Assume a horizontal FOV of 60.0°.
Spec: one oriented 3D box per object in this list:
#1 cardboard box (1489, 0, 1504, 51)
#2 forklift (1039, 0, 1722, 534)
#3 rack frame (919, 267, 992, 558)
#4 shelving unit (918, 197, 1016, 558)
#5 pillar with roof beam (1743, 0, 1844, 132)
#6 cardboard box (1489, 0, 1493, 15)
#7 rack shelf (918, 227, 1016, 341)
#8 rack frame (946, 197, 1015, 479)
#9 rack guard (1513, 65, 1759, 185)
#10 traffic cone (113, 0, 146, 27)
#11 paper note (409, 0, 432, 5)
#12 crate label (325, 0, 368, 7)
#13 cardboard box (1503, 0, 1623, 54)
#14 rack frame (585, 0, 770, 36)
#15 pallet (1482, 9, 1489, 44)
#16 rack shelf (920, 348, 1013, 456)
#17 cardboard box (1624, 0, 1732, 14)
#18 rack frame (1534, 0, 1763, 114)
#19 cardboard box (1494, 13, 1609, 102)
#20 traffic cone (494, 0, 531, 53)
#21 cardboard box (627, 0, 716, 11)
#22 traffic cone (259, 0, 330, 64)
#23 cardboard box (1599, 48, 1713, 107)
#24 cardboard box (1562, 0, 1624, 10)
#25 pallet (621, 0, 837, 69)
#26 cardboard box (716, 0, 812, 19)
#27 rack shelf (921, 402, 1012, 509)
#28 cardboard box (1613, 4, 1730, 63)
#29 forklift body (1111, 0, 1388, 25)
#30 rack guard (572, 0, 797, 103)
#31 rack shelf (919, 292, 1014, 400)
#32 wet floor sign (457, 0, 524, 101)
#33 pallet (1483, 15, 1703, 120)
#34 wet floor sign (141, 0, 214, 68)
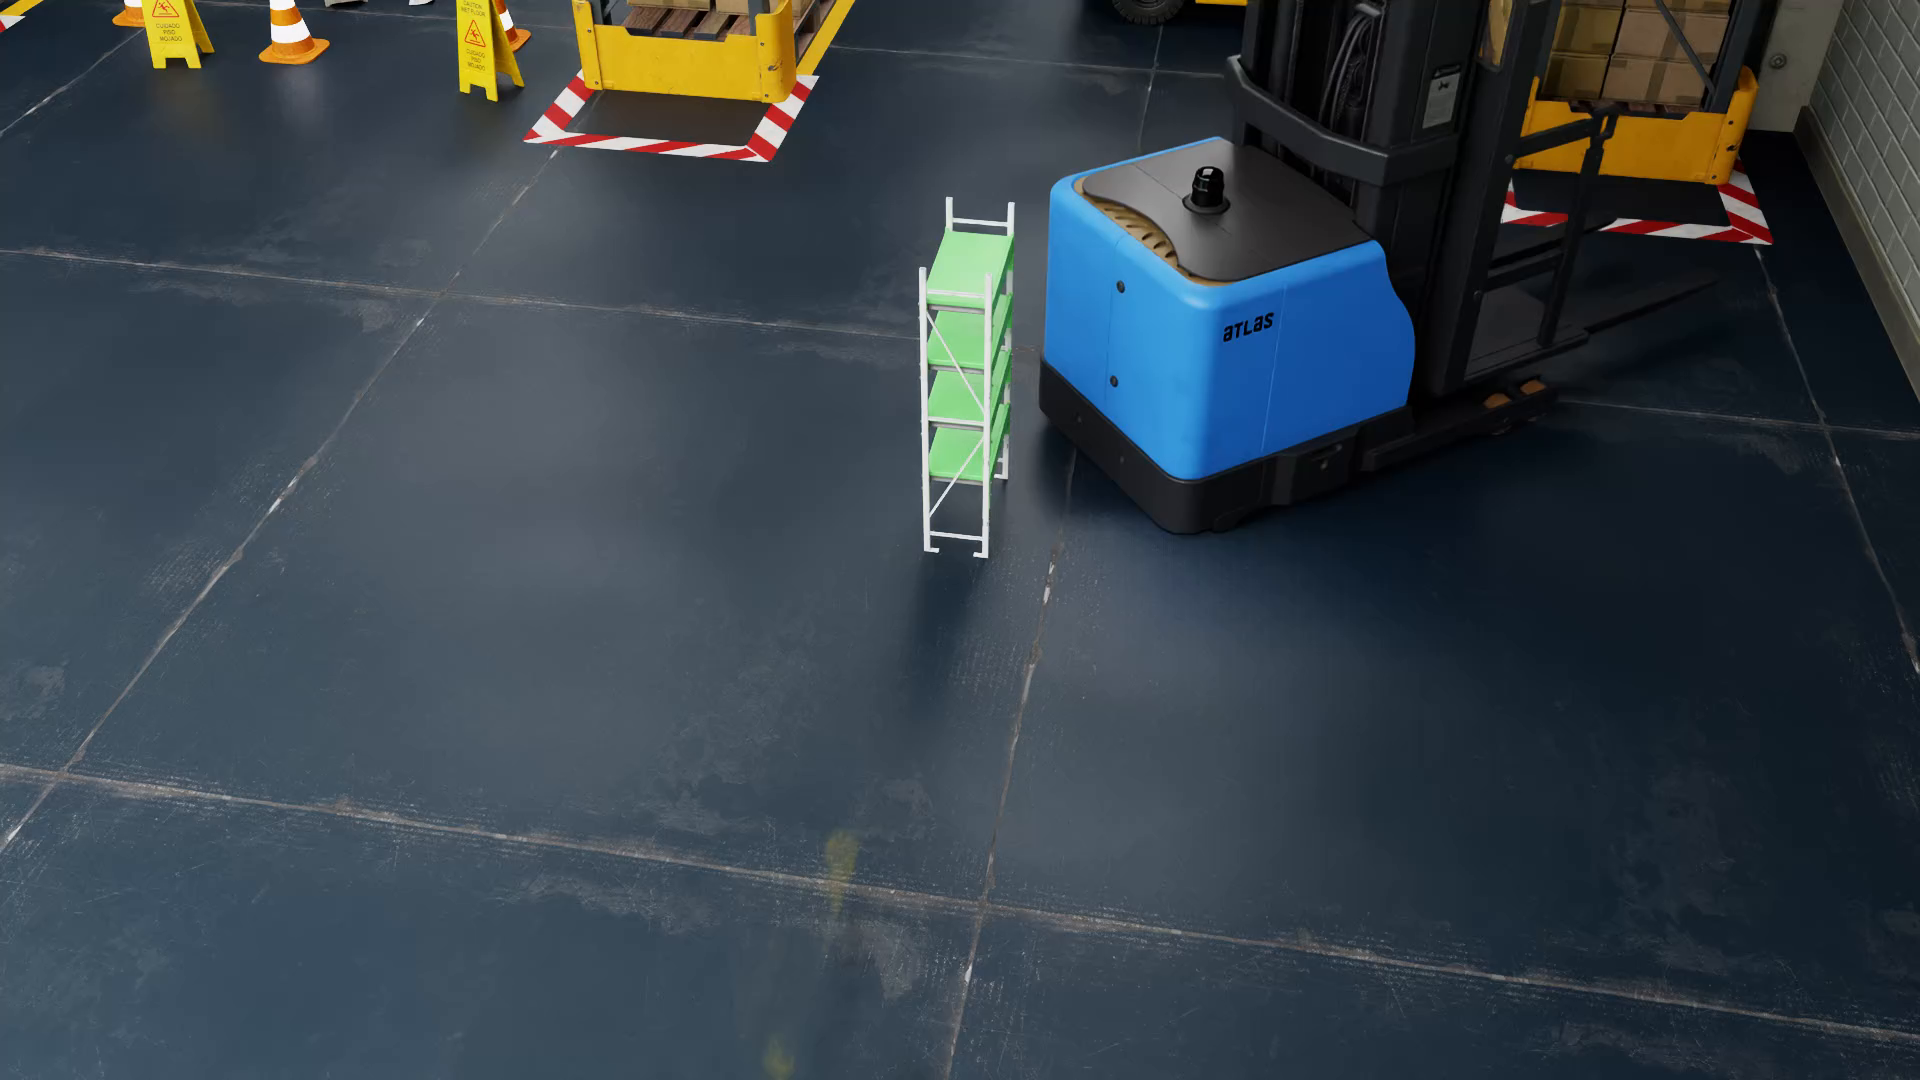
[{"bbox_3d":[3.227,-2.879,9.206,0.500,0.250,0.500,6,40,8],"label":"cardboard box"},{"bbox_3d":[1.862,-1.833,6.166,3.031,2.935,1.130,-20,43,-22],"label":"forklift"},{"bbox_3d":[-0.014,-0.413,5.808,0.240,1.200,0.015,6,40,8],"label":"rack frame"},{"bbox_3d":[0.029,-0.566,5.993,0.258,1.200,0.503,6,40,8],"label":"shelving unit"},{"bbox_3d":[0.130,-6.260,6.760,9.100,9.000,0.400,6,40,8],"label":"pillar with roof beam"},{"bbox_3d":[3.323,-3.192,9.585,0.500,0.250,0.500,7,40,8],"label":"cardboard box"},{"bbox_3d":[0.029,-0.887,5.728,0.258,0.148,0.480,6,40,8],"label":"rack shelf"},{"bbox_3d":[0.071,-0.719,6.179,0.240,1.200,0.015,6,40,8],"label":"rack frame"},{"bbox_3d":[3.358,-2.157,8.467,1.175,0.500,0.348,6,40,8],"label":"rack guard"},{"bbox_3d":[-4.930,-3.362,9.954,0.336,0.463,0.334,6,40,8],"label":"traffic cone"},{"bbox_3d":[-3.325,-3.349,10.277,0.148,0.019,0.142,-6,40,-8],"label":"paper note"},{"bbox_3d":[-3.801,-3.399,10.254,0.250,0.136,0.298,-13,41,-15],"label":"crate label"},{"bbox_3d":[3.138,-2.771,8.683,0.500,0.250,0.500,6,40,7],"label":"cardboard box"},{"bbox_3d":[-1.528,-3.681,8.348,1.000,3.000,0.127,6,40,8],"label":"rack frame"},{"bbox_3d":[3.666,-3.309,10.087,1.003,0.211,1.213,6,40,8],"label":"pallet"},{"bbox_3d":[0.029,-0.517,6.034,0.258,0.148,0.480,6,40,8],"label":"rack shelf"},{"bbox_3d":[3.631,-2.904,8.452,0.500,0.250,0.500,6,40,7],"label":"cardboard box"},{"bbox_3d":[3.362,-3.136,7.689,1.000,3.000,0.127,6,40,8],"label":"rack frame"},{"bbox_3d":[3.132,-2.568,8.830,0.500,0.250,0.500,7,40,8],"label":"cardboard box"},{"bbox_3d":[-2.724,-3.115,9.655,0.336,0.463,0.334,6,40,8],"label":"traffic cone"},{"bbox_3d":[-1.649,-3.335,9.758,0.500,0.250,0.500,6,40,7],"label":"cardboard box"},{"bbox_3d":[-3.876,-3.024,9.545,0.336,0.463,0.334,6,40,8],"label":"traffic cone"},{"bbox_3d":[3.639,-2.525,8.778,0.500,0.250,0.500,7,40,8],"label":"cardboard box"},{"bbox_3d":[3.134,-2.947,8.504,0.500,0.250,0.500,8,40,9],"label":"cardboard box"},{"bbox_3d":[-1.339,-3.160,9.906,1.003,0.211,1.213,6,40,8],"label":"pallet"},{"bbox_3d":[-1.116,-3.259,9.666,0.500,0.250,0.500,6,40,7],"label":"cardboard box"},{"bbox_3d":[0.029,-0.332,6.187,0.258,0.148,0.480,6,40,8],"label":"rack shelf"},{"bbox_3d":[3.648,-2.703,8.601,0.500,0.250,0.500,7,40,8],"label":"cardboard box"},{"bbox_3d":[1.893,-4.200,9.642,2.313,2.155,1.214,6,40,8],"label":"forklift body"},{"bbox_3d":[-1.515,-2.765,9.202,1.175,0.500,0.348,6,40,8],"label":"rack guard"},{"bbox_3d":[0.029,-0.702,5.881,0.258,0.148,0.480,6,40,8],"label":"rack shelf"},{"bbox_3d":[-2.615,-2.772,9.097,0.267,0.644,0.232,20,44,23],"label":"wet floor sign"},{"bbox_3d":[3.453,-2.546,9.163,1.003,0.211,1.213,6,40,8],"label":"pallet"},{"bbox_3d":[-4.475,-3.019,9.396,0.267,0.644,0.232,0,40,0],"label":"wet floor sign"}]
